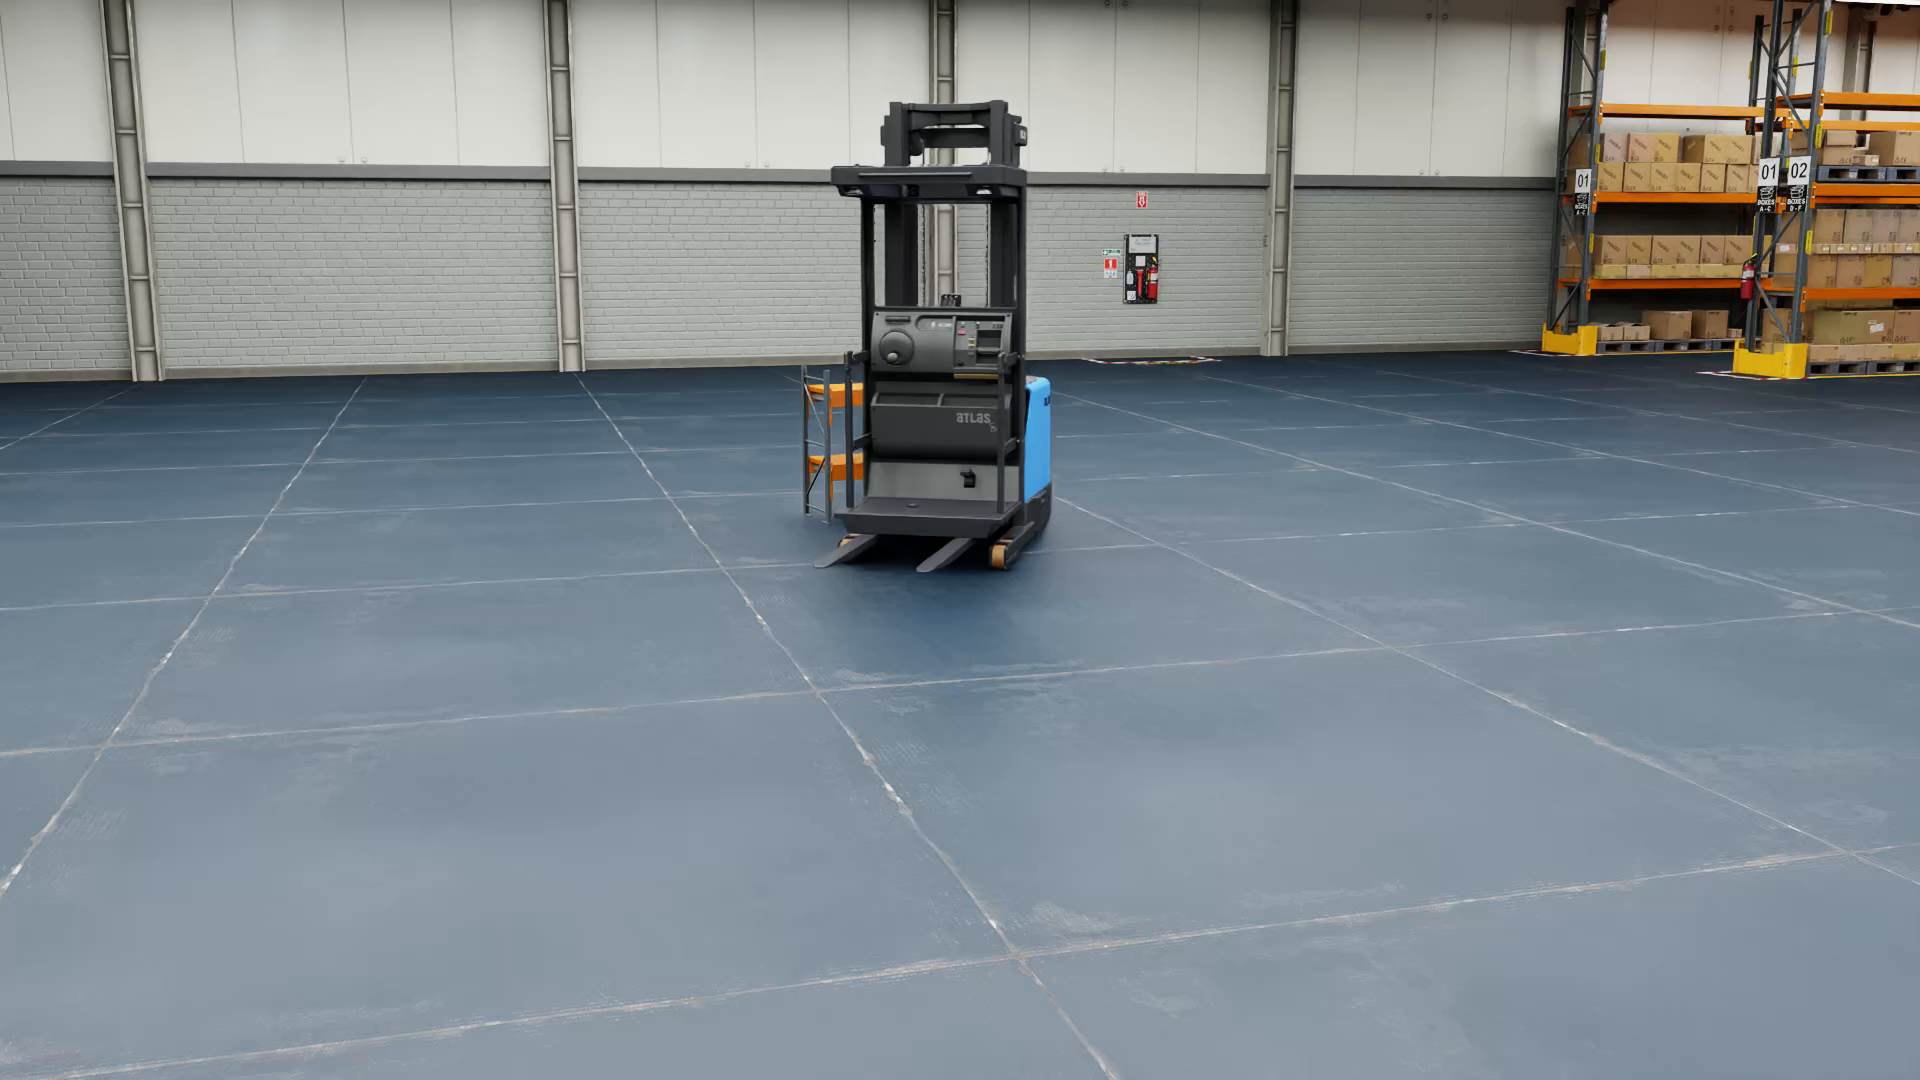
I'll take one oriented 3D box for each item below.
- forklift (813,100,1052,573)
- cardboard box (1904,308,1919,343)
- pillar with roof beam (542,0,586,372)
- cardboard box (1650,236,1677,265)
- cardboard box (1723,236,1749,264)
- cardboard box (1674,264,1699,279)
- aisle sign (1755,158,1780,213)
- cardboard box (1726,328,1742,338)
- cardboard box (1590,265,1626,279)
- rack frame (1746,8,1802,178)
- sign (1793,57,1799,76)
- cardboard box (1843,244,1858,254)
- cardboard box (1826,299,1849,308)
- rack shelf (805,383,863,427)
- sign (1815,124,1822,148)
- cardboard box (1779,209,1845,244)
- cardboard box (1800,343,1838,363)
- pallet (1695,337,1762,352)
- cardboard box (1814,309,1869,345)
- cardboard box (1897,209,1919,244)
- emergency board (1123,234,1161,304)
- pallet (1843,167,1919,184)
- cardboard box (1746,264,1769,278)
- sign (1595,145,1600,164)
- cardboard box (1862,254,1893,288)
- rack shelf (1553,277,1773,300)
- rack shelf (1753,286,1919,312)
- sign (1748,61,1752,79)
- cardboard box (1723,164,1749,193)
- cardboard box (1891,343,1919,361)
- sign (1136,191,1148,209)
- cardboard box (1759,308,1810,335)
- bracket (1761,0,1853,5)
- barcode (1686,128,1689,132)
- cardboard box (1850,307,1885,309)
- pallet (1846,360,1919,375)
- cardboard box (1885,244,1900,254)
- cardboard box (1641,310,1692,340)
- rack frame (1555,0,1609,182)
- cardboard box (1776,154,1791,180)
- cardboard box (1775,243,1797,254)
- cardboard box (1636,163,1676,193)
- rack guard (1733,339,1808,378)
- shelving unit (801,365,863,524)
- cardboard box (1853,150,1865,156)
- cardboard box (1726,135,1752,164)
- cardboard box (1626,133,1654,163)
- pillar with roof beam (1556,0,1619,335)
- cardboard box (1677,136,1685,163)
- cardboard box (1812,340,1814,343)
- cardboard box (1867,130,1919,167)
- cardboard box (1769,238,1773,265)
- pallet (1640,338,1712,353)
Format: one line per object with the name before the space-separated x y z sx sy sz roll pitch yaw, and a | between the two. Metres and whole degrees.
forklift | -0.167 -1.323 10.639 1.130 2.935 3.031 2 11 13
cardboard box | 14.707 -3.285 25.467 0.500 0.500 0.500 -3 11 -16
pillar with roof beam | -4.824 -6.308 20.955 0.400 9.000 9.100 -3 11 -16
cardboard box | 12.342 -5.156 29.556 0.500 0.500 0.500 -3 11 -18
cardboard box | 13.820 -5.234 29.981 0.500 0.500 0.500 -3 11 -16
cardboard box | 12.853 -4.815 29.776 0.500 0.250 0.500 -3 11 -15
aisle sign | 12.068 -5.296 24.849 0.004 0.787 0.394 -3 11 -16
cardboard box | 14.160 -3.824 30.643 0.250 0.166 0.380 -5 11 -23
cardboard box | 11.382 -4.736 29.348 0.500 0.250 0.500 -3 11 -18
rack frame | 14.665 -7.984 30.058 0.127 3.000 1.000 -3 11 -16
sign | 14.799 -8.387 29.449 0.005 0.325 0.100 -3 11 -16
cardboard box | 13.142 -4.347 24.805 0.250 0.149 0.380 -3 11 -16
cardboard box | 16.288 -4.479 31.209 0.500 0.250 0.500 -3 11 -18
rack shelf | -0.607 -1.038 12.461 1.000 0.278 0.538 -5 12 -26
sign | 12.362 -5.817 23.942 0.005 0.325 0.100 -3 11 -16
cardboard box | 12.716 -4.681 24.830 0.500 0.500 0.700 -3 11 -16
cardboard box | 12.790 -2.813 24.974 0.500 0.250 0.500 -3 11 -16
pallet | 14.030 -3.622 30.636 1.213 0.211 1.003 -3 11 -16
cardboard box | 13.269 -3.207 25.045 0.500 0.500 0.500 -3 11 -16
cardboard box | 14.184 -4.760 25.257 0.500 0.500 0.700 -3 11 -16
emergency board | 3.111 -4.594 28.219 0.643 1.169 0.194 -3 11 -16
pallet | 14.073 -5.495 25.071 1.213 0.211 1.003 -3 11 -16
cardboard box | 14.295 -4.893 30.197 0.500 0.250 0.500 -3 11 -16
sign | 10.977 -6.642 28.639 0.005 0.325 0.100 -3 11 -16
cardboard box | 13.646 -4.092 25.213 0.500 0.500 0.700 -3 11 -16
rack shelf | 12.745 -4.578 30.117 4.000 0.370 1.077 -3 11 -16
rack shelf | 14.133 -3.717 25.440 4.000 0.370 1.077 -3 11 -16
sign | 14.505 -8.617 30.482 0.005 0.325 0.100 -3 11 -16
cardboard box | 13.760 -6.475 29.820 0.500 0.500 0.500 -4 11 -21
cardboard box | 14.231 -2.888 25.385 0.500 0.250 0.500 -3 11 -16
sign | 3.075 -5.751 28.101 0.199 0.298 0.001 -3 11 -16
cardboard box | 15.367 -4.060 31.006 0.500 0.500 0.700 -3 11 -14
bracket | 14.227 -9.827 30.129 4.783 0.066 0.076 -3 11 -16
barcode | 13.211 -7.447 30.182 0.075 0.075 0.001 -3 11 -16
cardboard box | 14.081 -3.350 25.822 0.500 0.500 0.500 -3 11 -16
pallet | 14.105 -2.706 25.659 1.213 0.211 1.003 -3 11 -16
cardboard box | 13.886 -4.386 25.018 0.250 0.149 0.380 -3 11 -17
cardboard box | 12.780 -3.894 30.105 0.500 0.500 0.700 -4 11 -20
rack frame | 10.825 -7.781 28.959 0.127 3.000 1.000 -3 11 -16
cardboard box | 15.213 -6.778 30.358 0.500 0.500 0.500 -1 11 -8
cardboard box | 12.526 -4.390 25.043 0.250 0.149 0.380 -3 11 -17
cardboard box | 12.239 -6.386 29.336 0.500 0.500 0.500 -2 11 -13
rack guard | 12.190 -2.739 25.045 0.348 0.500 1.175 -3 11 -16
shelving unit | -0.607 -0.750 12.514 1.048 1.125 0.538 -5 12 -26
cardboard box | 13.245 -5.751 25.082 0.500 0.250 0.500 -3 11 -16
cardboard box | 13.734 -6.957 29.673 0.500 0.500 0.500 -2 11 -13
cardboard box | 11.758 -6.851 29.096 0.500 0.500 0.500 -3 11 -17
pillar with roof beam | 12.458 -7.219 25.903 0.548 9.000 9.100 -3 11 -16
cardboard box | 12.651 -6.999 29.901 0.500 0.500 0.500 -3 11 -16
cardboard box | 13.122 -2.930 25.612 0.500 0.250 0.500 -3 11 -16
cardboard box | 13.884 -5.806 24.693 0.500 0.500 0.500 -3 11 -16
cardboard box | 15.163 -5.319 30.660 0.500 0.500 0.700 -3 11 -16
pallet | 12.857 -3.559 30.297 1.213 0.211 1.003 -3 11 -16
